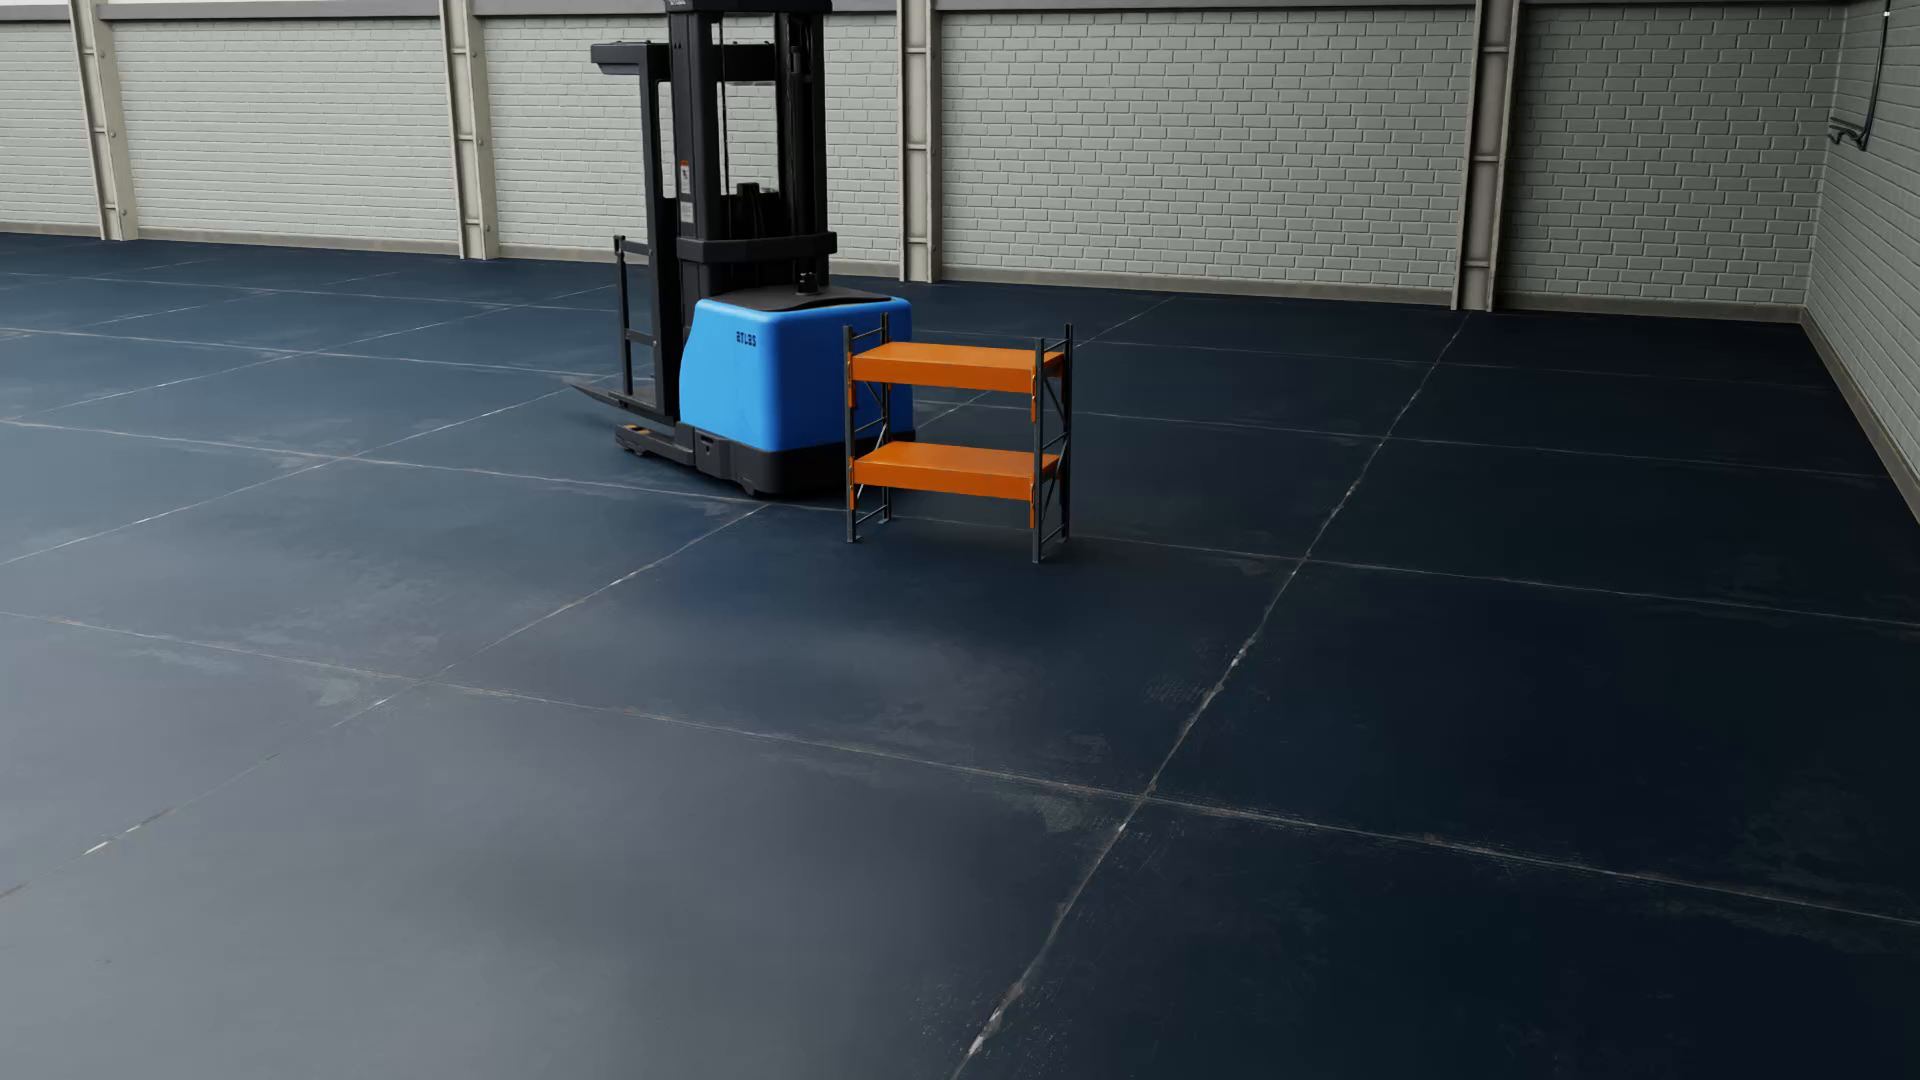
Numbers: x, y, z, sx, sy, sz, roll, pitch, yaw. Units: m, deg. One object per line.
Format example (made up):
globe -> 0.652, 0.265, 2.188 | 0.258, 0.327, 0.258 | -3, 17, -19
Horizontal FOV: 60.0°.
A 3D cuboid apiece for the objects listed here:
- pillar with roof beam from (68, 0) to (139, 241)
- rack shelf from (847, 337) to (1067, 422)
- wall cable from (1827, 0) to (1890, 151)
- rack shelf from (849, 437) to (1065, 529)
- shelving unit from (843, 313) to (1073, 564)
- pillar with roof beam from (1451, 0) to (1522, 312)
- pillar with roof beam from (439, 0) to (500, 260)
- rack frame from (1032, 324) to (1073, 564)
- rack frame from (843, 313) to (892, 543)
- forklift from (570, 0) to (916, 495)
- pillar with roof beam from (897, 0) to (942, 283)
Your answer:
pillar with roof beam -> -13.185, -7.366, 17.905 | 0.400, 9.000, 9.100 | 6, 17, 21
rack shelf -> -0.006, -0.822, 8.438 | 1.000, 0.278, 0.538 | 6, 17, 21
wall cable -> 7.395, -4.505, 13.622 | 0.112, 2.526, 3.097 | 6, 17, 21
rack shelf -> -0.006, -0.306, 8.587 | 1.000, 0.278, 0.538 | 6, 17, 21
shelving unit -> -0.006, -0.541, 8.519 | 1.048, 1.125, 0.538 | 6, 17, 21
pillar with roof beam -> 3.560, -5.524, 11.562 | 0.400, 9.000, 9.100 | 6, 17, 21
pillar with roof beam -> -7.603, -6.752, 15.791 | 0.400, 9.000, 9.100 | 6, 17, 21
rack frame -> 0.467, -0.489, 8.340 | 0.032, 1.125, 0.500 | 6, 17, 21
rack frame -> -0.479, -0.593, 8.698 | 0.032, 1.125, 0.500 | 6, 17, 21
forklift -> -1.552, -2.011, 10.344 | 1.130, 2.935, 3.031 | -12, 20, -35
pillar with roof beam -> -2.022, -6.138, 13.677 | 0.400, 9.000, 9.100 | 6, 17, 21
